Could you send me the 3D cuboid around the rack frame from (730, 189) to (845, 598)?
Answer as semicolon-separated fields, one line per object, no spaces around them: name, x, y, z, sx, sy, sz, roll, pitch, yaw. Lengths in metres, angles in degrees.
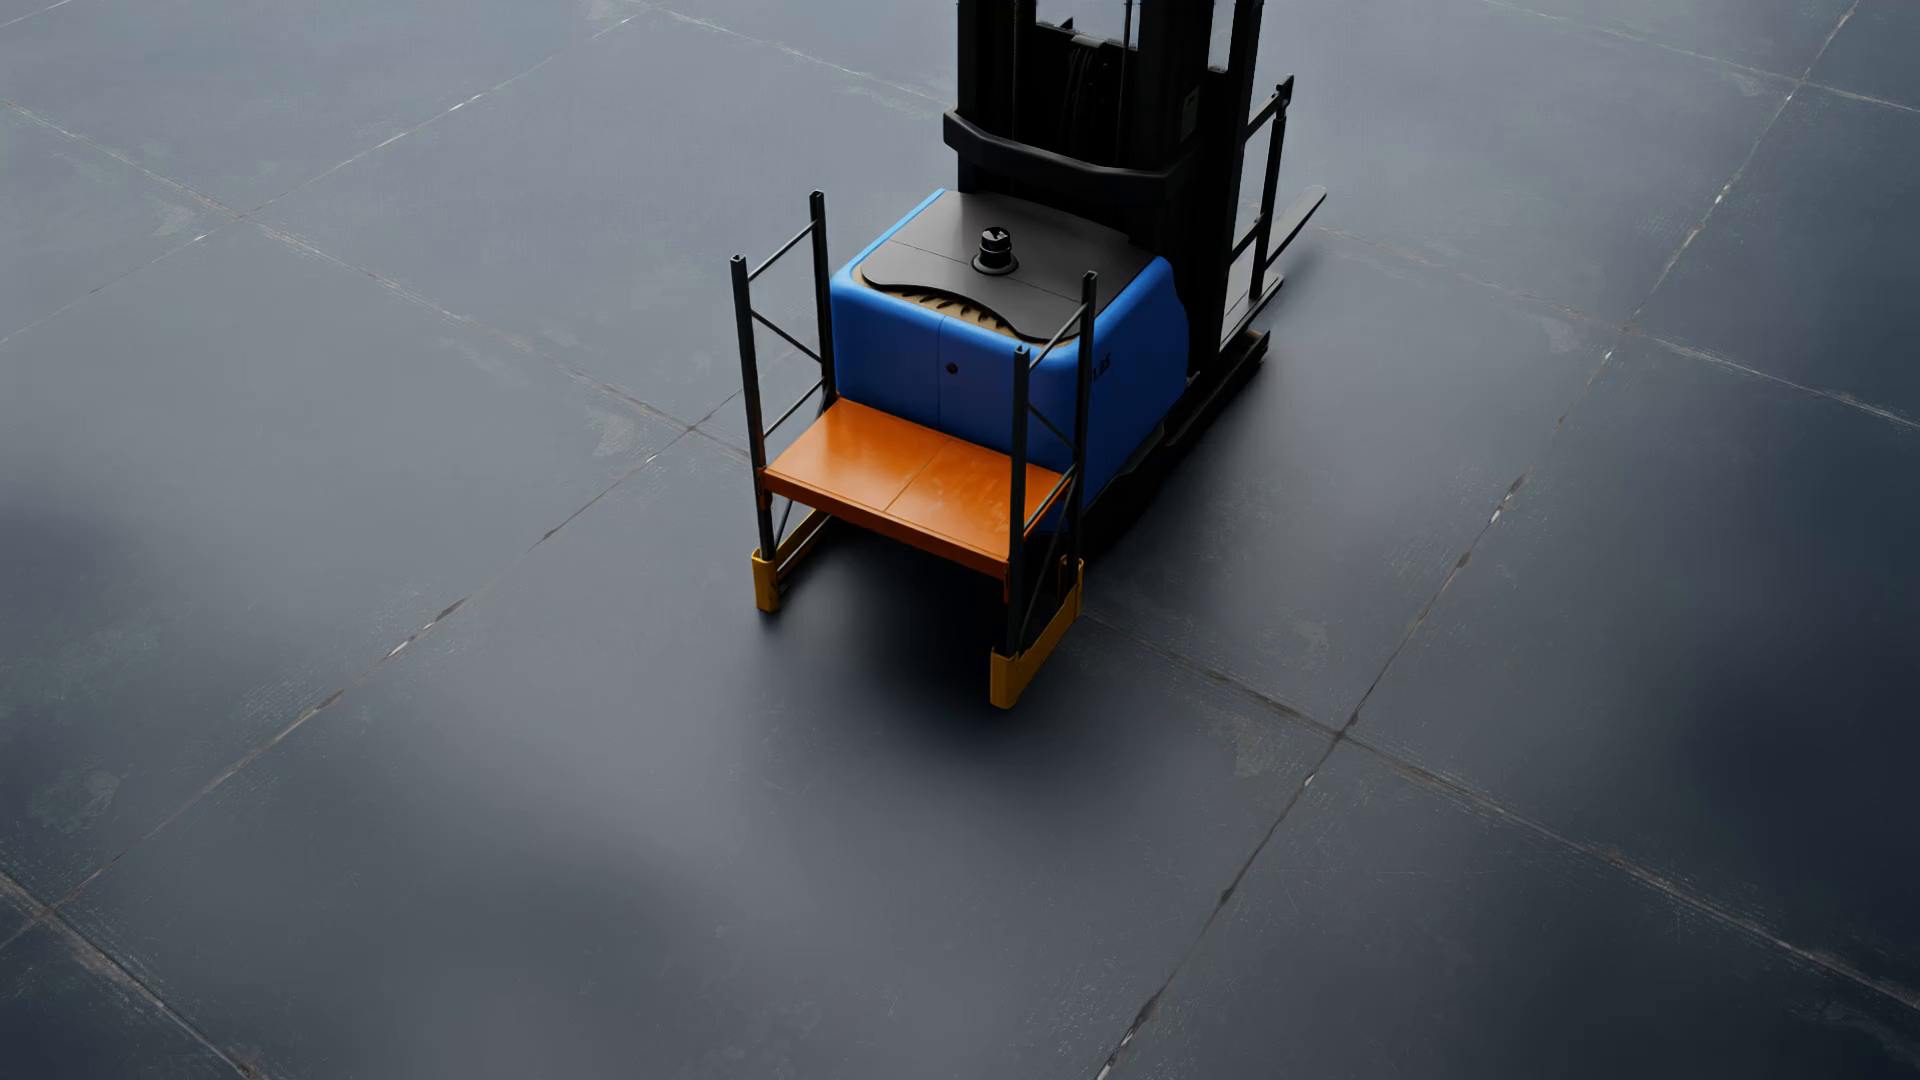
rack frame;-0.592;-0.467;5.910;0.032;1.500;0.500;21;46;21

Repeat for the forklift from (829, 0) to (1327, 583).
forklift;0.709;-1.895;6.433;1.130;2.935;3.031;22;46;23

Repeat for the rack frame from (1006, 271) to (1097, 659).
rack frame;0.295;-0.135;5.539;0.032;1.500;0.500;21;46;21

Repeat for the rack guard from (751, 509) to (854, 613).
rack guard;-0.590;-0.001;6.327;0.087;0.250;0.587;21;46;21

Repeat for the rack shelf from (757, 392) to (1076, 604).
rack shelf;-0.149;-0.167;5.844;1.000;0.185;0.538;21;46;21

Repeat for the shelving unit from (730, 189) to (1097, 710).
shelving unit;-0.156;-0.304;5.728;1.083;1.500;0.587;21;46;21

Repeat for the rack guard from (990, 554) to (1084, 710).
rack guard;0.278;0.325;5.963;0.087;0.250;0.587;21;46;21
